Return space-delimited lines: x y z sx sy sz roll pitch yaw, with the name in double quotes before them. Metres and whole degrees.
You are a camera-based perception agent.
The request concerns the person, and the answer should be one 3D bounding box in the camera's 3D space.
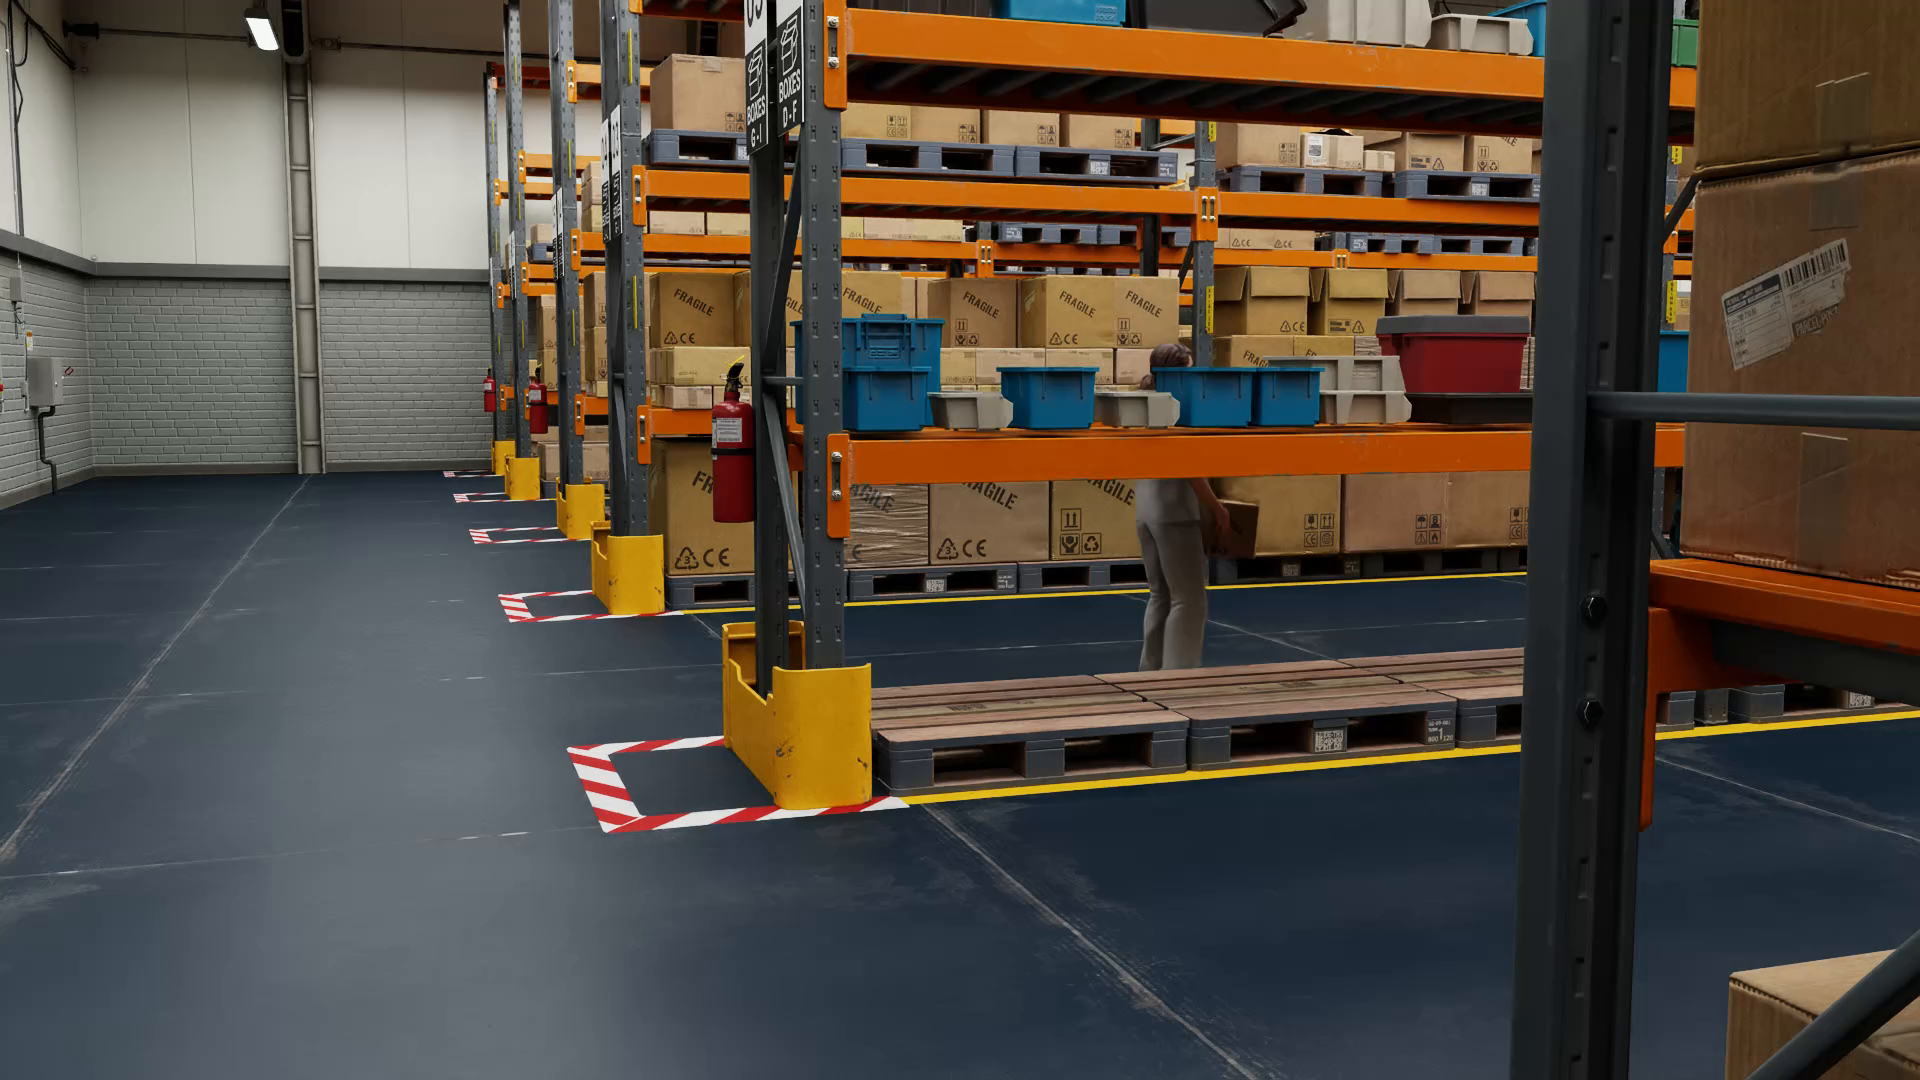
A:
"person" 0.996 -0.073 7.727 0.362 1.676 0.475 -2 6 -20
